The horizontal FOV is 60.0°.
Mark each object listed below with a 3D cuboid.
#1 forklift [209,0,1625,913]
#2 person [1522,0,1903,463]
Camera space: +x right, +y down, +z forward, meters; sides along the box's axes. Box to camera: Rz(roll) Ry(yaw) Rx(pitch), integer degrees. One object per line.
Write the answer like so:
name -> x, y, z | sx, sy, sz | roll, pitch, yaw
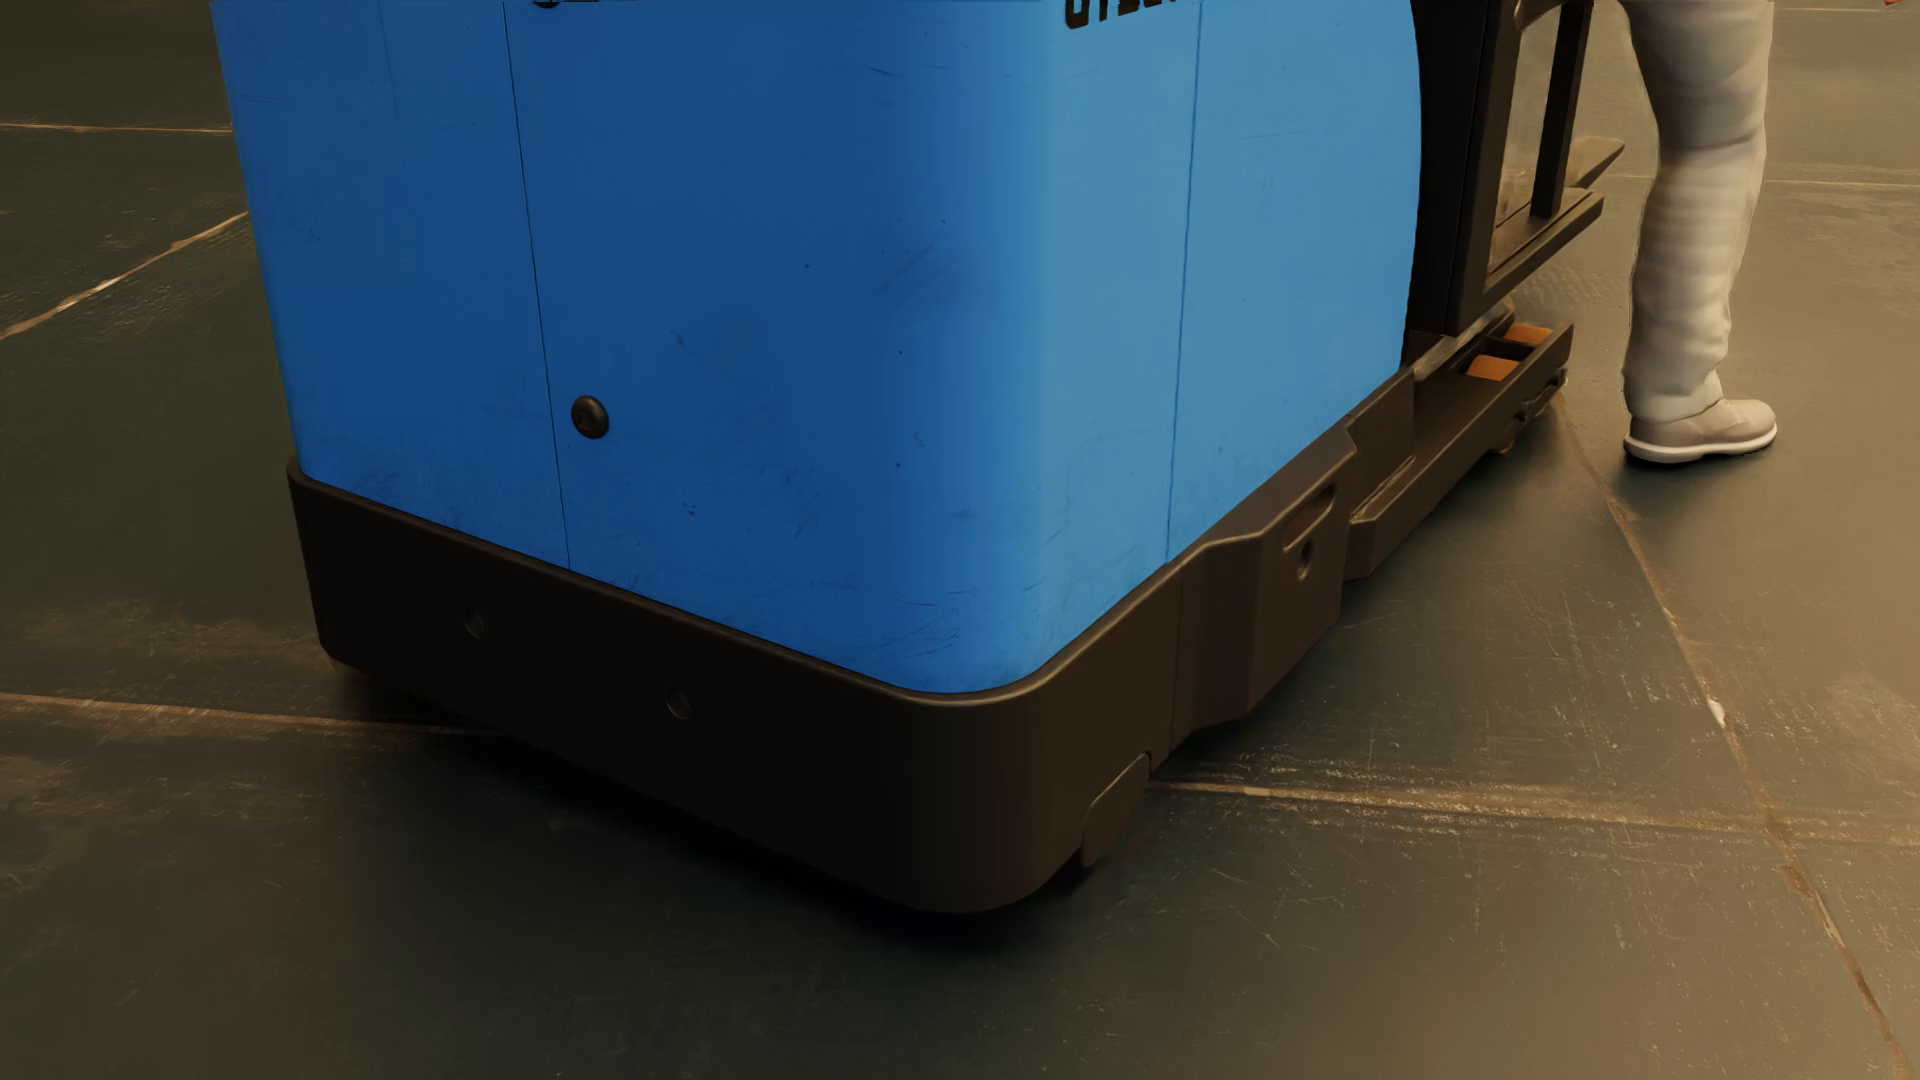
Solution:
forklift -> 0.423, -1.559, 2.341 | 1.130, 2.935, 3.031 | 16, 31, 30
person -> 1.072, -1.006, 2.600 | 0.864, 1.717, 0.513 | 16, 30, 28
